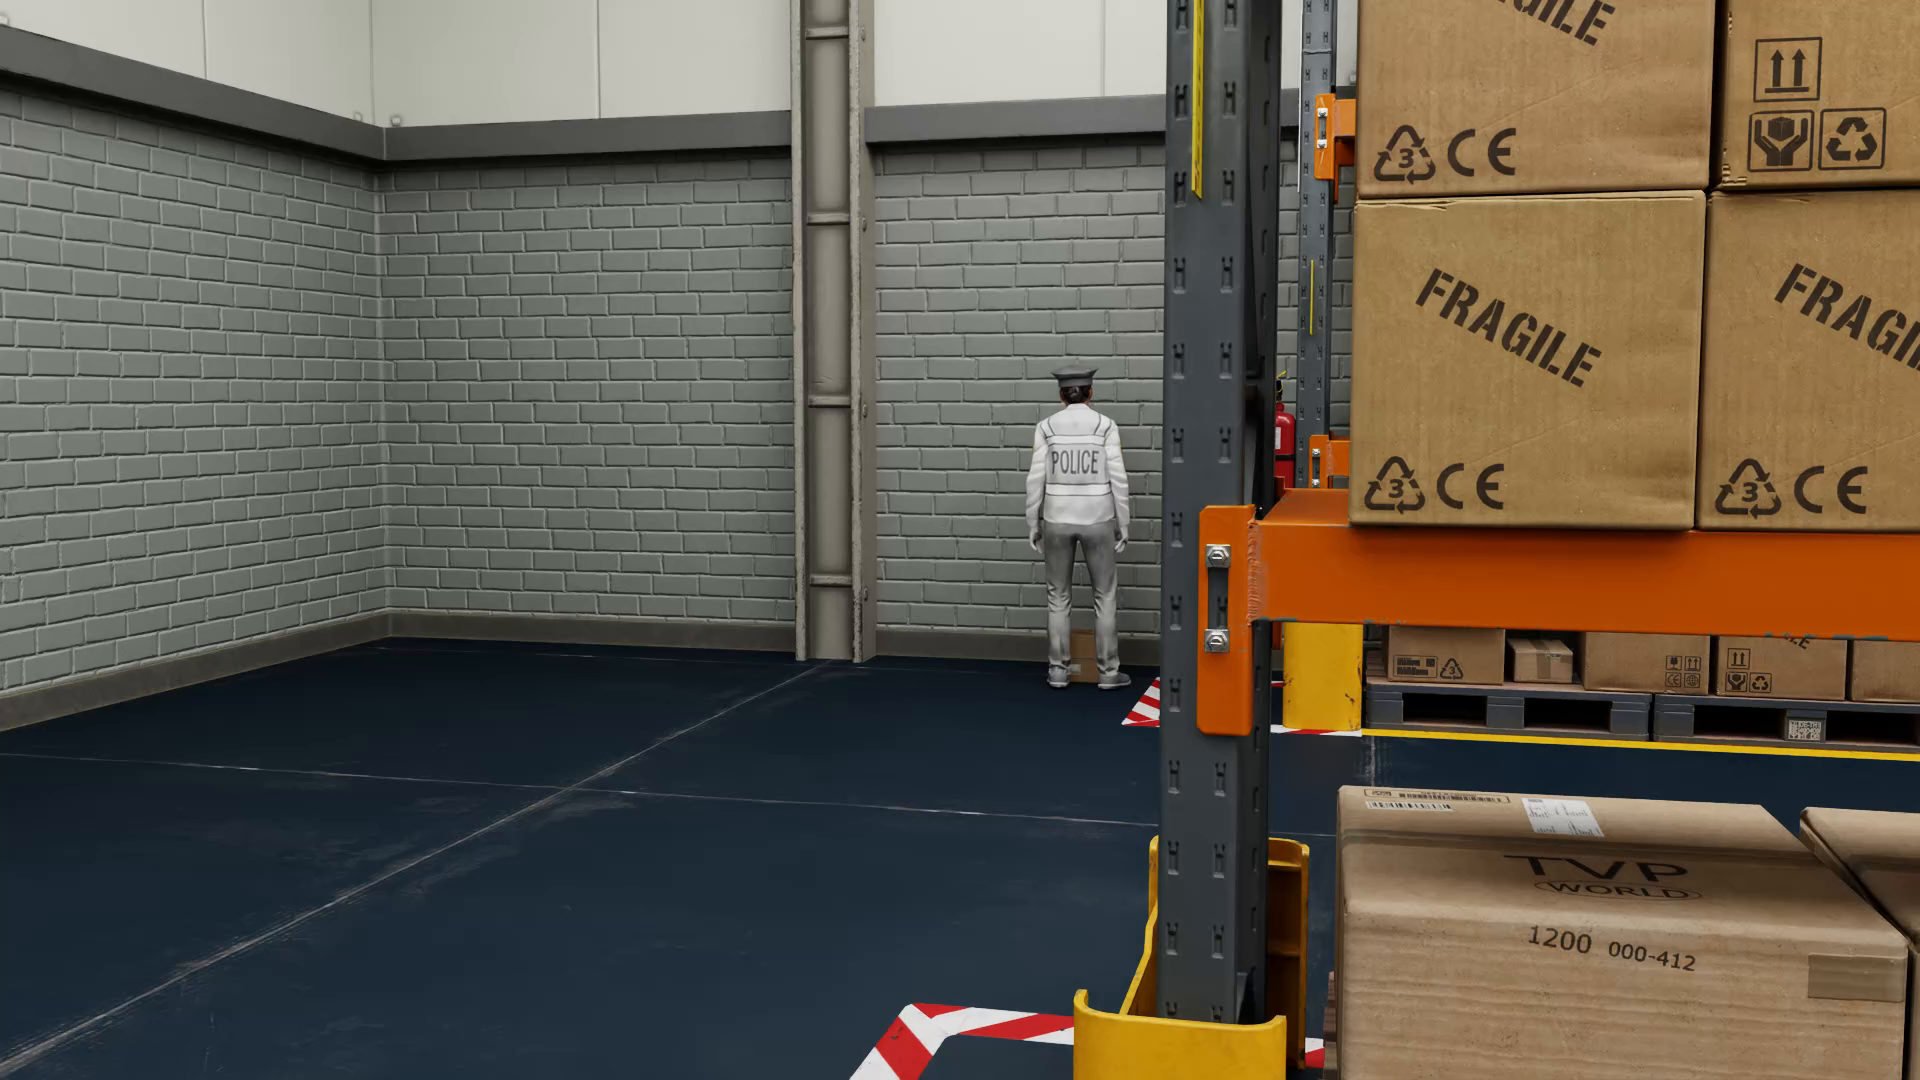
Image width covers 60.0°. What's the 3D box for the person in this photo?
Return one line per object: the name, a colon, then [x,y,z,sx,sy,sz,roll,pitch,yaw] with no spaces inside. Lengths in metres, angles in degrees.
person: [0.608,-0.067,8.539,0.540,1.662,0.374,1,5,10]
